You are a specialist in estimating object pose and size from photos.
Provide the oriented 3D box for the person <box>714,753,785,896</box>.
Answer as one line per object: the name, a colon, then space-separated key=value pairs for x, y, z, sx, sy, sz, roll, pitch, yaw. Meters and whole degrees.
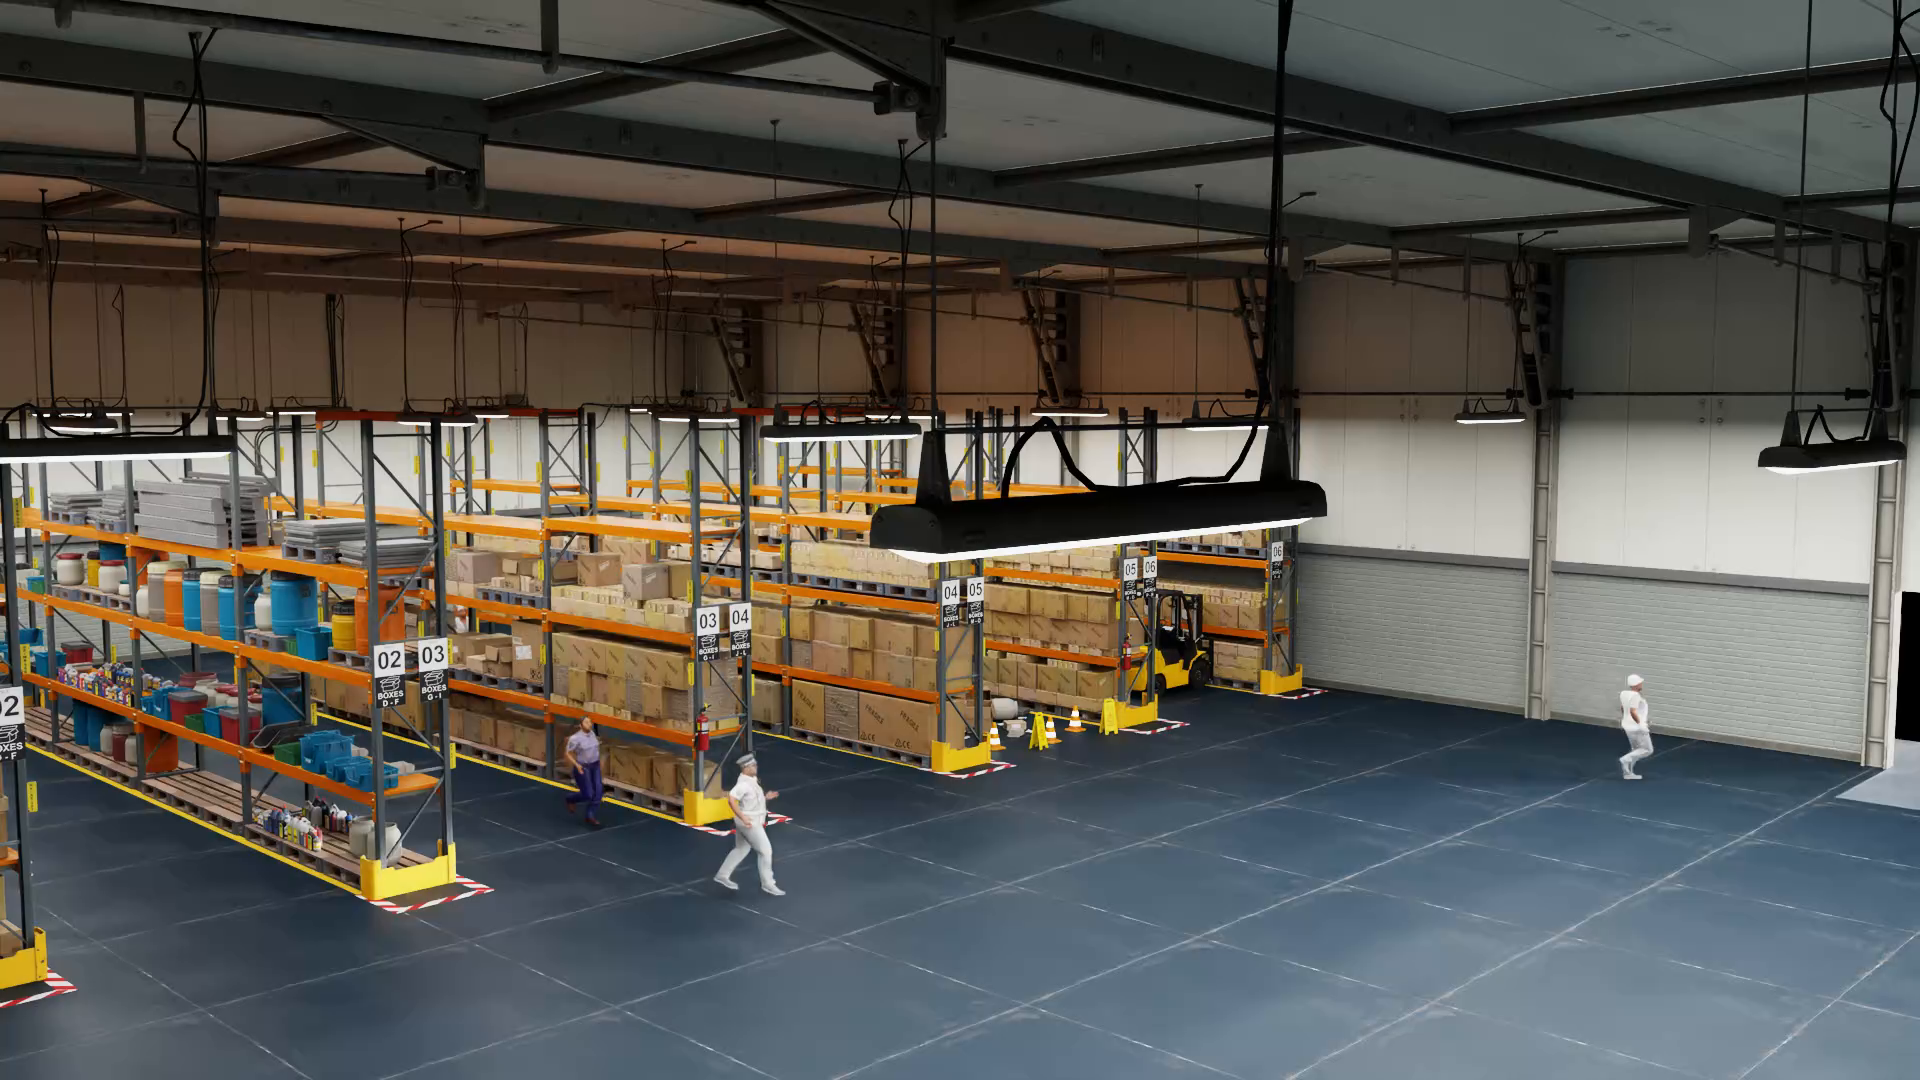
person: x=-2.654 y=3.584 z=20.927 sx=0.874 sy=1.823 sz=0.649 roll=-1 pitch=5 yaw=-13

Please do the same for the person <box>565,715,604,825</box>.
person: x=-5.526 y=3.374 z=24.483 sx=0.584 sy=1.606 sz=0.609 roll=4 pitch=6 yaw=37

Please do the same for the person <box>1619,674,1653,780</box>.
person: x=11.044 y=3.061 z=27.191 sx=0.596 sy=1.734 sz=0.687 roll=0 pitch=5 yaw=-2

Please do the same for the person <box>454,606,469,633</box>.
person: x=-10.747 y=2.271 z=36.079 sx=0.694 sy=1.747 sz=0.666 roll=-4 pitch=6 yaw=-38
